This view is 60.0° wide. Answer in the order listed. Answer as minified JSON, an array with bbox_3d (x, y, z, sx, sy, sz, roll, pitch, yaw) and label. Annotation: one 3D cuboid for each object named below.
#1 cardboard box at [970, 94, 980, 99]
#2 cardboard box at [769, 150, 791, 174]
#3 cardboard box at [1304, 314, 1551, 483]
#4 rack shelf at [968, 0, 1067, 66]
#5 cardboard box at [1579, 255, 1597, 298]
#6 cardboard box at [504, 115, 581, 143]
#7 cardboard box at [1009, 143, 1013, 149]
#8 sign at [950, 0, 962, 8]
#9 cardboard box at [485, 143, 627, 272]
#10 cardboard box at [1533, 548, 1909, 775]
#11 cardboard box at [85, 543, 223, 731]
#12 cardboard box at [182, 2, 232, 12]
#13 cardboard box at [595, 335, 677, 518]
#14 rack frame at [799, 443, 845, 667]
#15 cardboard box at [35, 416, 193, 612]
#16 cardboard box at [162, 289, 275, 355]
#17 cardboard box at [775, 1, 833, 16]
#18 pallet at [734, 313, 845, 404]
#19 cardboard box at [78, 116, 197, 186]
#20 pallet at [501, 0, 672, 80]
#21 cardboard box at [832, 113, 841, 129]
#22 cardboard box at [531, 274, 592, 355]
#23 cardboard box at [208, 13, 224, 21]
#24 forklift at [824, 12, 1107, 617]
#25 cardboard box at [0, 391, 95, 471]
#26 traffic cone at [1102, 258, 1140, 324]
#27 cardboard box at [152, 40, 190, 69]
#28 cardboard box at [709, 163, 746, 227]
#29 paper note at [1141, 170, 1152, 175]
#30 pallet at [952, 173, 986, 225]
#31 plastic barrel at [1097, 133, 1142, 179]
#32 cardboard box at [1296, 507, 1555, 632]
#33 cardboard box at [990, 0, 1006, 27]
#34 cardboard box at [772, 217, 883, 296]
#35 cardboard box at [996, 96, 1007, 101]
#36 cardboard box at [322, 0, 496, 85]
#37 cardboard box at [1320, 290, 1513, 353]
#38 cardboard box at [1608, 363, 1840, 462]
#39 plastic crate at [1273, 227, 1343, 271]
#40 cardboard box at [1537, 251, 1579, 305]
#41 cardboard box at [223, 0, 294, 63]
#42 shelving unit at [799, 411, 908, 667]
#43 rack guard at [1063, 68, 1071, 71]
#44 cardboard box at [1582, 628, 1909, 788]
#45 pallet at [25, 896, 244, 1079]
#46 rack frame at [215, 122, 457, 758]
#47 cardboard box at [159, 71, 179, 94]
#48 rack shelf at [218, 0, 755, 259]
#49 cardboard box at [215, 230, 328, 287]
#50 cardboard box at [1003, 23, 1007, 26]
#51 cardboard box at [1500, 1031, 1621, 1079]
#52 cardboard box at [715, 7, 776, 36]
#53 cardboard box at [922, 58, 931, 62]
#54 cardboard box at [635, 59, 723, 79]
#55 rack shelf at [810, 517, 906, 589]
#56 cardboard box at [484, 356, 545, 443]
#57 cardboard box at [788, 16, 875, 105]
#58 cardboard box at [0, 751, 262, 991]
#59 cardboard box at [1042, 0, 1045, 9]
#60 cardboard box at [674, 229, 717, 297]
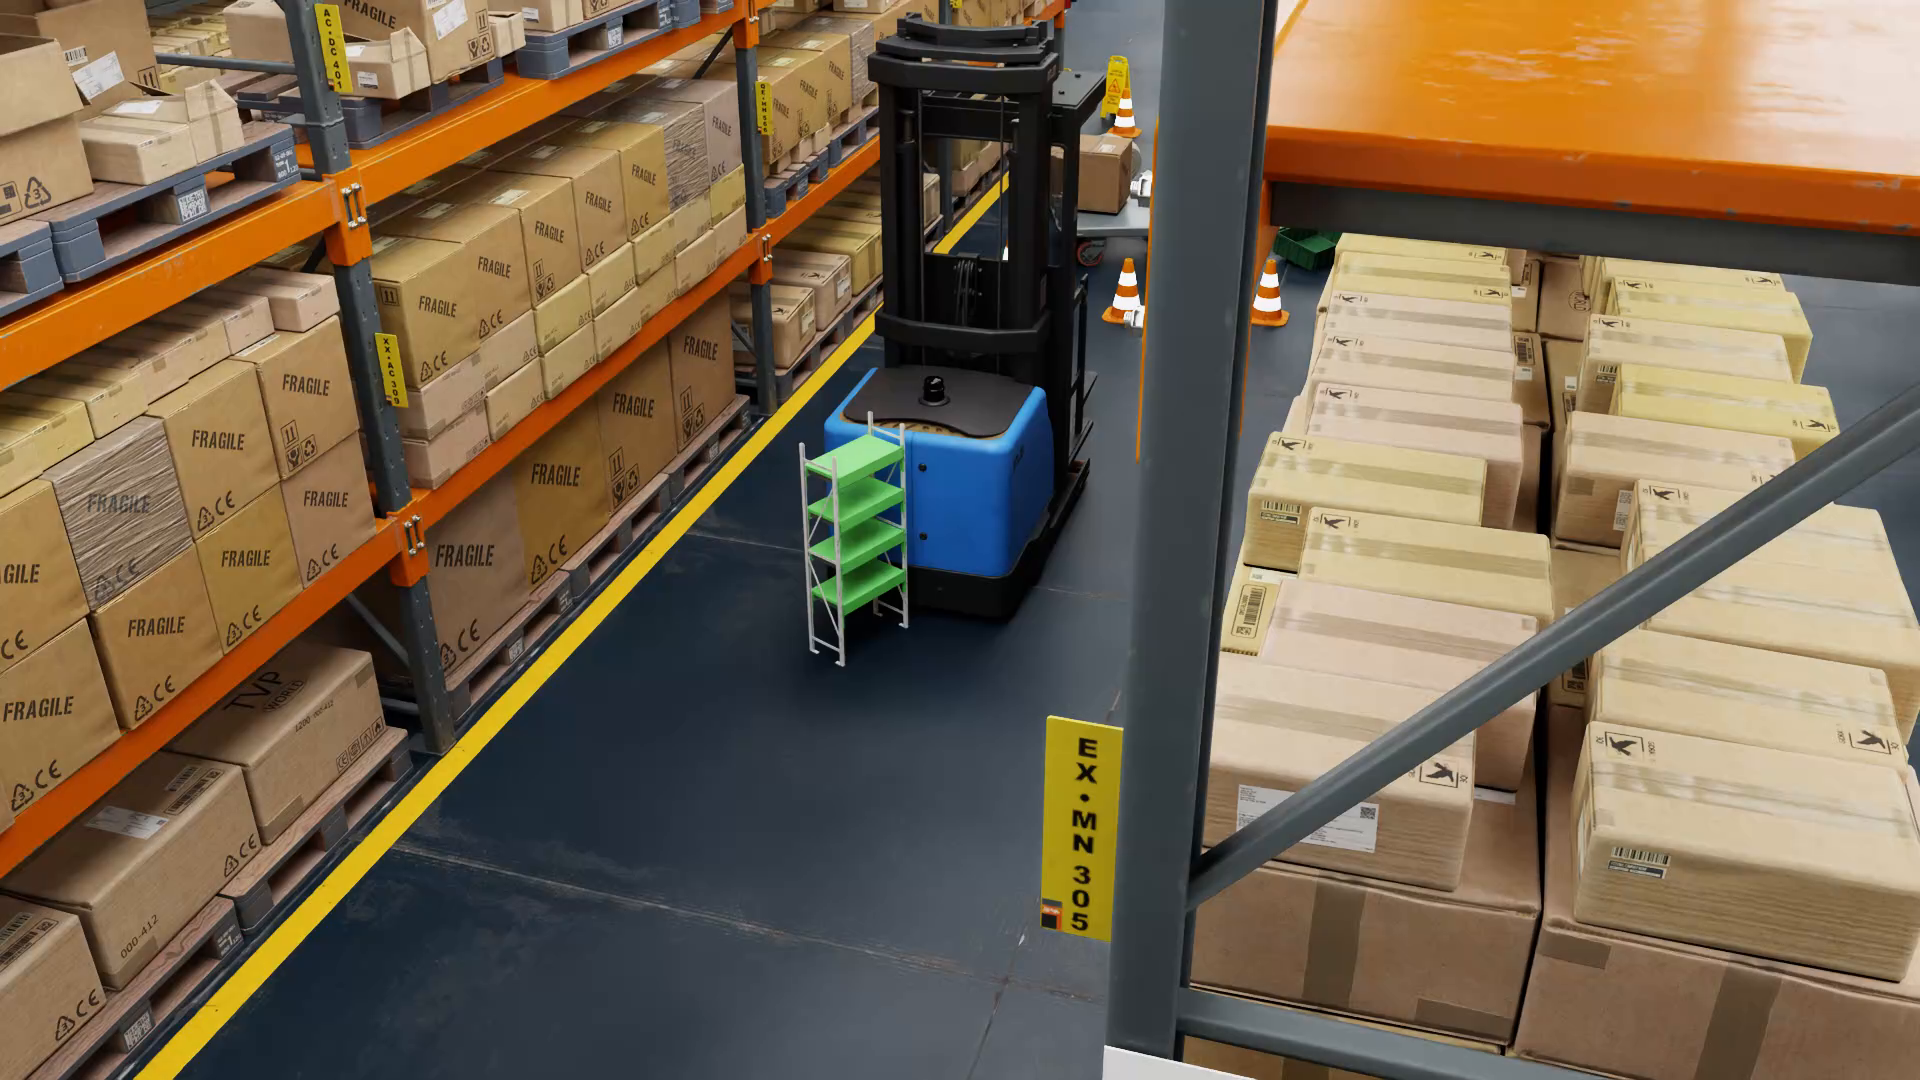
[{"bbox_3d":[-0.039,-3.971,14.761,0.380,0.149,0.250,9,30,16],"label":"cardboard box"},{"bbox_3d":[-1.350,-2.559,11.091,0.380,0.149,0.250,7,30,12],"label":"cardboard box"},{"bbox_3d":[1.028,-0.279,3.721,0.500,0.250,0.500,7,30,13],"label":"cardboard box"},{"bbox_3d":[0.023,-4.708,15.868,1.077,0.370,4.000,8,30,15],"label":"rack shelf"},{"bbox_3d":[1.721,-0.684,4.038,0.380,0.149,0.250,7,30,13],"label":"cardboard box"},{"bbox_3d":[-2.420,-2.050,9.219,0.500,0.500,0.500,9,30,16],"label":"cardboard box"},{"bbox_3d":[0.322,-4.036,16.316,0.500,0.250,0.500,7,30,13],"label":"cardboard box"},{"bbox_3d":[-0.033,-4.521,13.601,0.100,0.325,0.005,8,30,15],"label":"sign"},{"bbox_3d":[-2.090,-1.733,8.649,0.500,0.500,0.500,8,30,14],"label":"cardboard box"},{"bbox_3d":[1.205,0.270,2.734,0.500,0.250,0.500,8,30,14],"label":"cardboard box"},{"bbox_3d":[-3.083,0.309,6.006,0.500,0.500,0.500,8,30,14],"label":"cardboard box"},{"bbox_3d":[-6.111,-4.292,13.610,0.380,0.149,0.250,9,30,15],"label":"cardboard box"},{"bbox_3d":[-2.286,-0.766,9.795,0.875,0.875,0.875,9,30,15],"label":"cardboard box"},{"bbox_3d":[-0.690,0.089,8.355,0.240,1.200,0.015,23,36,35],"label":"rack frame"},{"bbox_3d":[-3.084,-0.125,5.757,0.500,0.500,0.500,9,30,16],"label":"cardboard box"},{"bbox_3d":[-2.880,-0.844,6.382,0.380,0.149,0.250,9,30,16],"label":"cardboard box"},{"bbox_3d":[-1.281,-3.813,12.677,0.500,0.500,0.500,8,30,15],"label":"cardboard box"},{"bbox_3d":[-1.508,-1.378,12.011,1.003,0.211,1.213,8,30,15],"label":"pallet"},{"bbox_3d":[-2.872,-1.338,5.708,0.380,0.149,0.250,9,30,16],"label":"cardboard box"},{"bbox_3d":[-2.202,-2.635,8.511,1.003,0.211,1.213,10,31,17],"label":"pallet"},{"bbox_3d":[-1.083,-3.064,11.999,0.380,0.149,0.250,10,31,17],"label":"cardboard box"},{"bbox_3d":[-2.214,-1.169,8.406,0.500,0.250,0.500,9,30,16],"label":"cardboard box"},{"bbox_3d":[-5.757,-4.110,13.282,0.380,0.149,0.250,8,30,15],"label":"cardboard box"},{"bbox_3d":[0.179,-1.574,9.565,1.130,2.935,3.031,8,30,14],"label":"forklift"},{"bbox_3d":[-3.134,-0.366,5.523,0.380,0.149,0.250,8,30,14],"label":"cardboard box"},{"bbox_3d":[1.281,-1.931,12.745,0.336,0.463,0.334,8,30,15],"label":"traffic cone"},{"bbox_3d":[-5.981,-3.621,12.404,0.380,0.149,0.250,9,30,16],"label":"cardboard box"},{"bbox_3d":[-1.638,-2.126,10.125,0.500,0.250,0.500,8,30,15],"label":"cardboard box"},{"bbox_3d":[1.843,-3.553,16.117,0.148,0.019,0.142,20,35,32],"label":"paper note"},{"bbox_3d":[-0.401,-3.192,15.270,1.003,0.211,1.213,8,30,15],"label":"pallet"},{"bbox_3d":[1.451,-3.650,15.876,0.421,0.421,0.512,-17,34,-28],"label":"plastic barrel"},{"bbox_3d":[0.732,0.089,2.649,0.380,0.149,0.250,8,30,13],"label":"cardboard box"},{"bbox_3d":[0.116,-4.899,15.063,0.500,0.500,0.500,8,30,14],"label":"cardboard box"},{"bbox_3d":[-1.126,-2.226,12.937,0.950,0.372,0.625,10,30,17],"label":"cardboard box"},{"bbox_3d":[0.167,-4.129,15.713,0.500,0.500,0.500,10,31,17],"label":"cardboard box"},{"bbox_3d":[-2.376,-2.281,7.145,0.500,0.500,0.500,8,30,14],"label":"cardboard box"},{"bbox_3d":[0.965,-0.403,3.534,0.380,0.149,0.250,8,30,13],"label":"cardboard box"},{"bbox_3d":[1.444,-0.201,3.170,0.380,0.149,0.250,9,30,16],"label":"cardboard box"},{"bbox_3d":[2.996,-2.498,13.987,0.662,0.188,0.450,-24,47,-37],"label":"plastic crate"},{"bbox_3d":[1.793,-0.689,4.457,0.500,0.250,0.500,7,30,13],"label":"cardboard box"},{"bbox_3d":[-2.854,-2.270,7.319,0.500,0.311,0.500,8,30,15],"label":"cardboard box"},{"bbox_3d":[-0.532,-0.001,8.517,0.258,1.200,0.503,23,36,35],"label":"shelving unit"},{"bbox_3d":[0.588,-4.824,17.908,1.175,0.500,0.348,8,30,15],"label":"rack guard"},{"bbox_3d":[1.080,0.271,2.321,0.380,0.149,0.250,10,31,17],"label":"cardboard box"},{"bbox_3d":[-3.567,1.754,6.379,1.003,0.211,1.213,8,30,15],"label":"pallet"},{"bbox_3d":[-2.912,-0.375,7.339,1.000,3.000,0.127,8,30,15],"label":"rack frame"},{"bbox_3d":[-6.097,-3.261,12.167,0.500,0.250,0.500,8,30,15],"label":"cardboard box"},{"bbox_3d":[-2.325,-2.301,8.455,1.077,0.370,4.000,8,30,15],"label":"rack shelf"},{"bbox_3d":[-3.021,-1.099,7.509,0.500,0.500,0.500,9,30,16],"label":"cardboard box"},{"bbox_3d":[0.219,-4.677,15.330,0.380,0.149,0.250,9,30,15],"label":"cardboard box"},{"bbox_3d":[1.051,0.726,2.429,0.500,0.250,0.500,10,30,17],"label":"cardboard box"},{"bbox_3d":[-1.528,-3.675,11.763,0.380,0.149,0.250,7,30,12],"label":"cardboard box"},{"bbox_3d":[-0.451,-3.888,13.480,0.380,0.149,0.250,9,30,16],"label":"cardboard box"},{"bbox_3d":[-1.871,-2.842,10.933,0.500,0.500,0.500,8,30,13],"label":"cardboard box"},{"bbox_3d":[-0.532,0.055,8.548,0.258,0.148,0.480,23,36,35],"label":"rack shelf"},{"bbox_3d":[-2.380,-0.717,8.108,0.500,0.250,0.500,8,30,14],"label":"cardboard box"},{"bbox_3d":[-0.935,-3.490,12.096,0.500,0.500,0.500,7,30,13],"label":"cardboard box"},{"bbox_3d":[-3.461,1.254,6.615,0.875,0.438,0.875,8,30,13],"label":"cardboard box"},{"bbox_3d":[0.641,-5.388,16.608,0.380,0.149,0.250,8,30,14],"label":"cardboard box"},{"bbox_3d":[-1.773,-1.657,9.797,0.500,0.250,0.500,9,30,16],"label":"cardboard box"}]
